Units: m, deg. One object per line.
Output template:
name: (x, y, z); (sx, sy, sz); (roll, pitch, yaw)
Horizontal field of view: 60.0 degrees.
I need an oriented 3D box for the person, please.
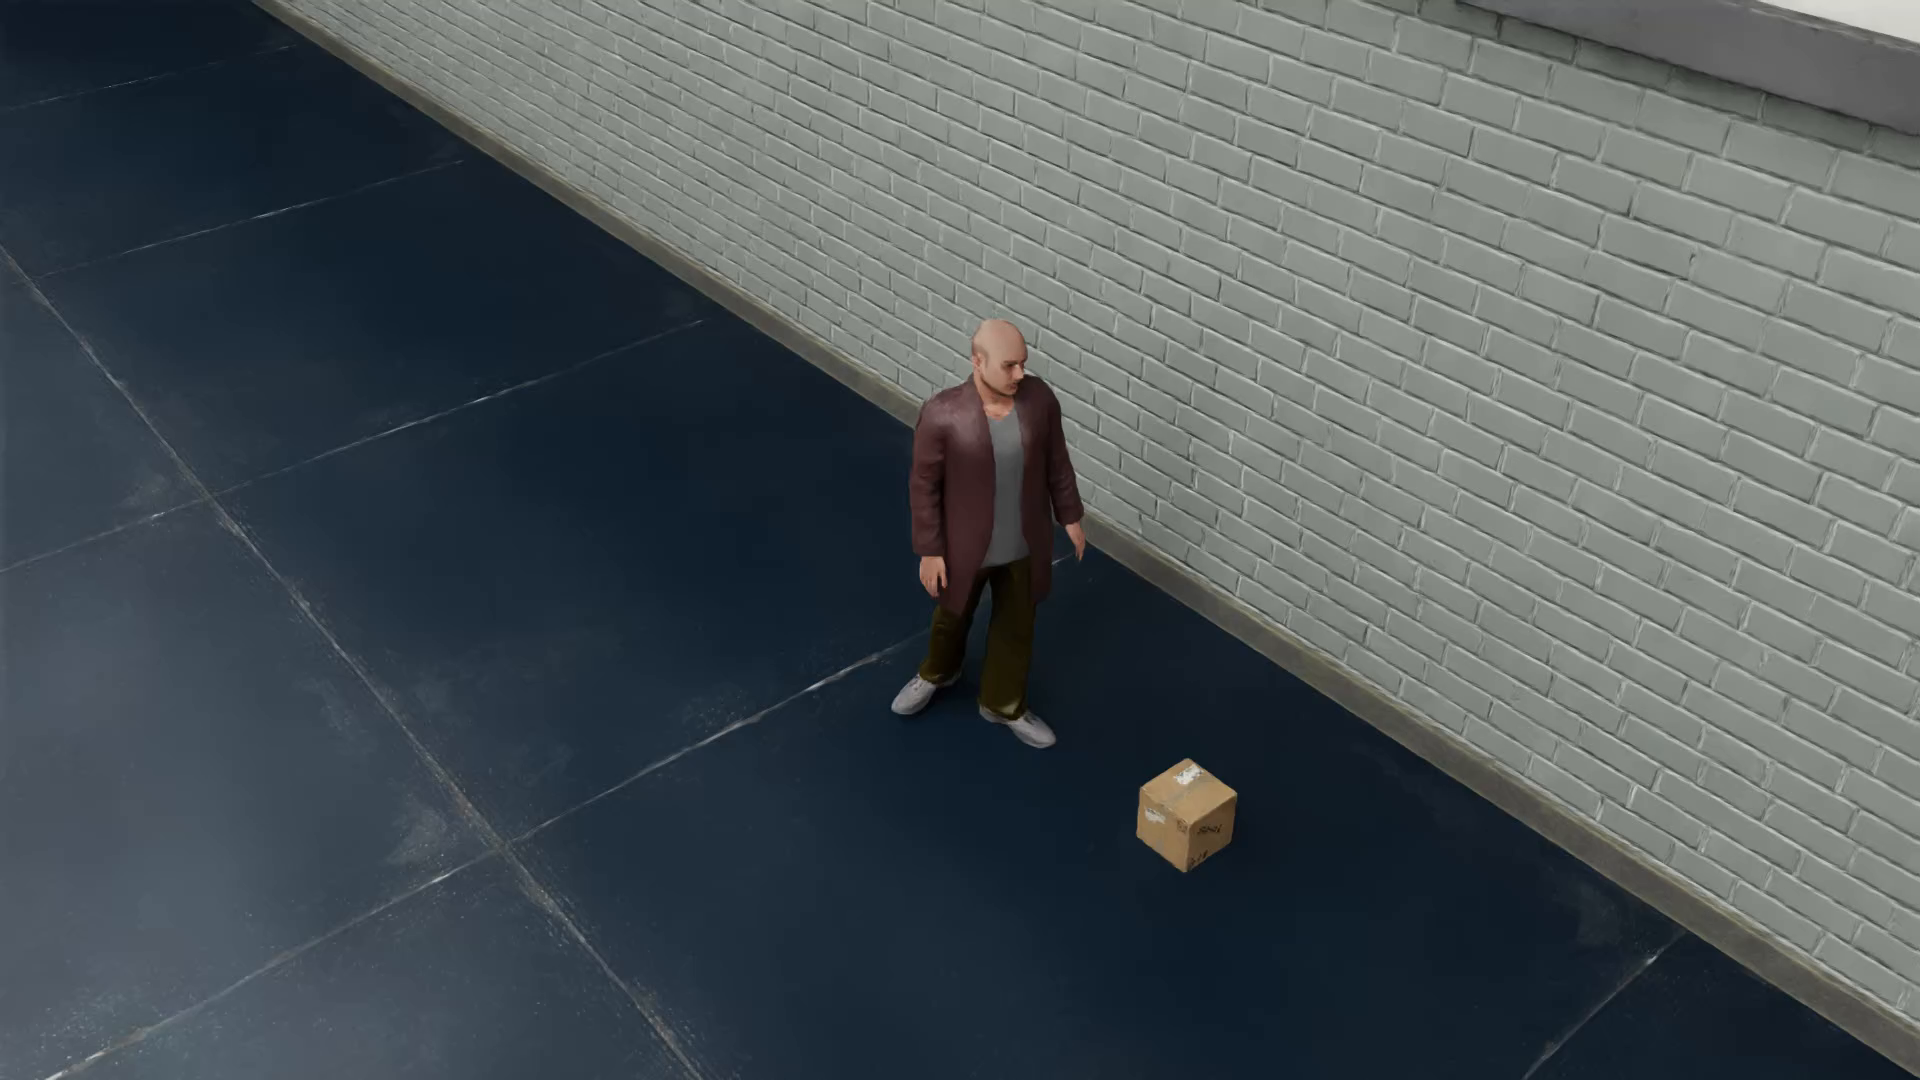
person: (0.106, -0.023, 6.188); (0.743, 1.780, 0.564); (-10, 37, -14)
